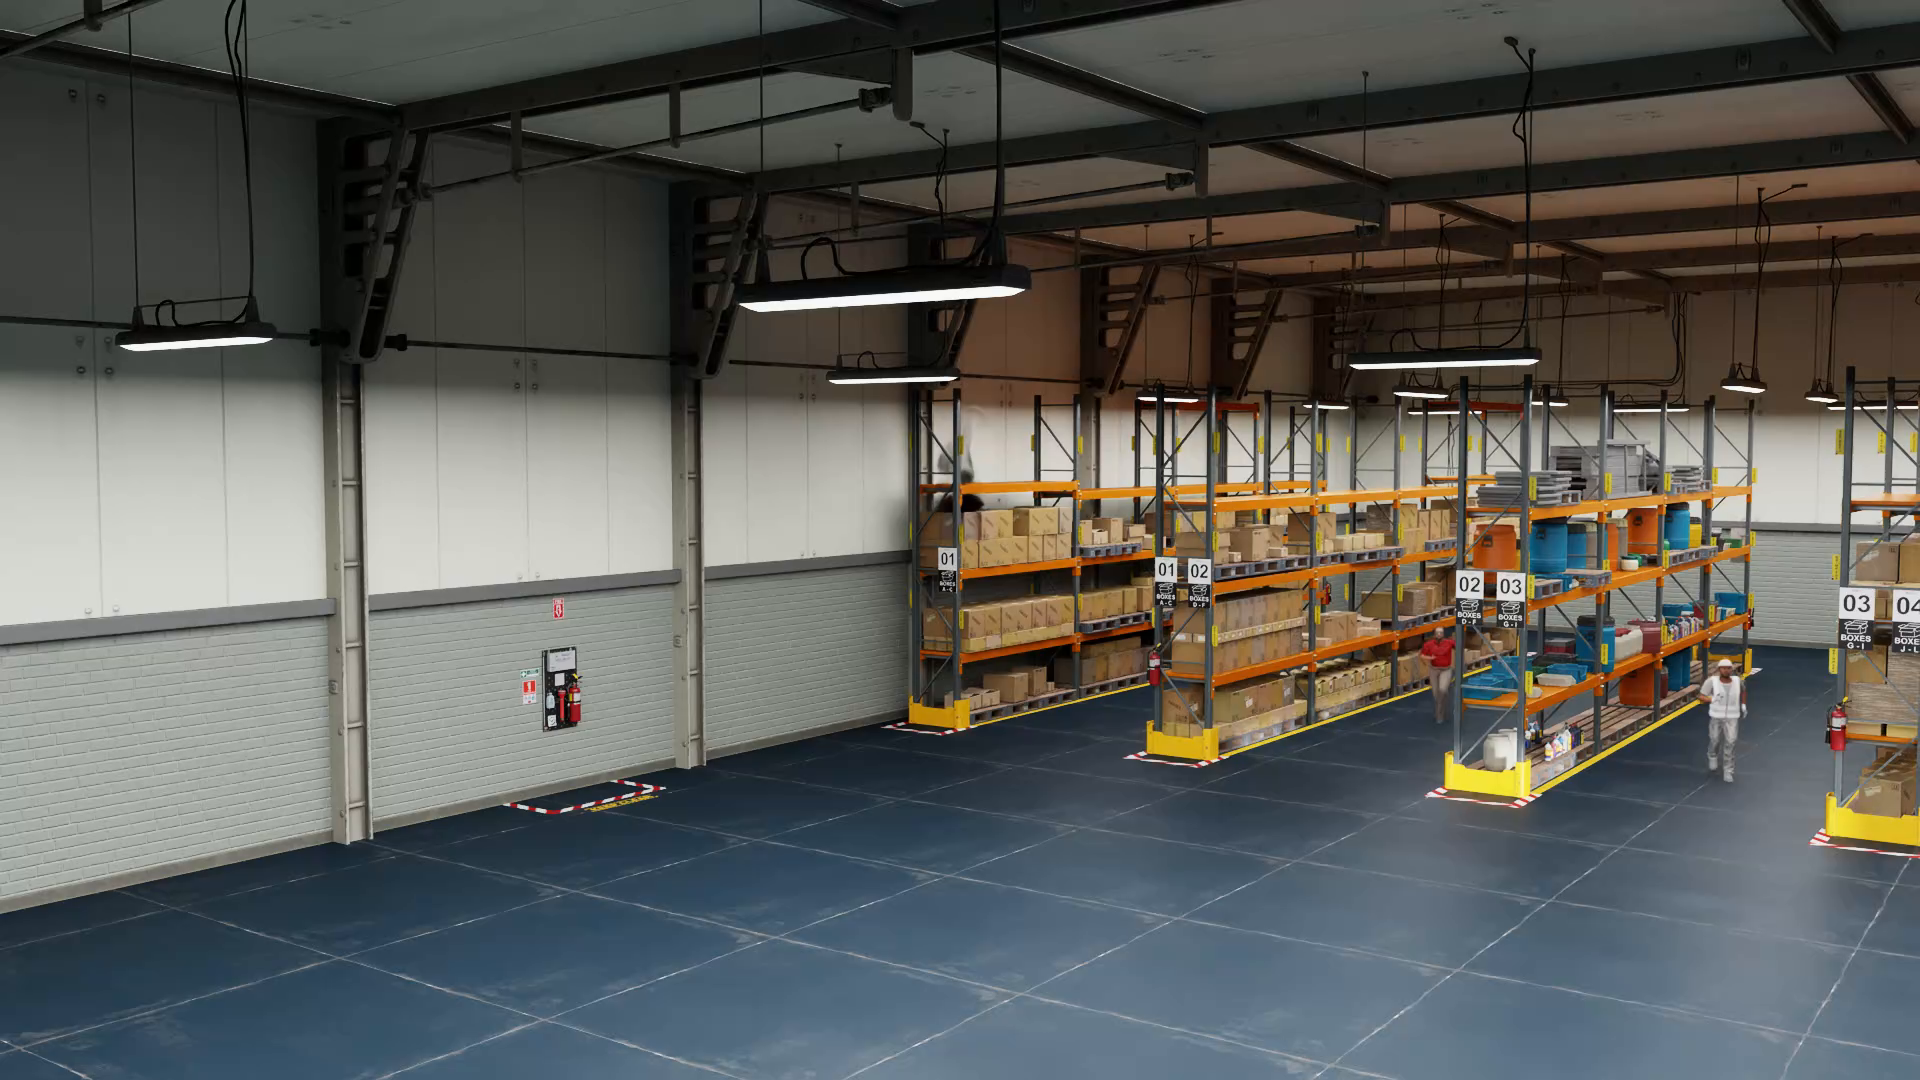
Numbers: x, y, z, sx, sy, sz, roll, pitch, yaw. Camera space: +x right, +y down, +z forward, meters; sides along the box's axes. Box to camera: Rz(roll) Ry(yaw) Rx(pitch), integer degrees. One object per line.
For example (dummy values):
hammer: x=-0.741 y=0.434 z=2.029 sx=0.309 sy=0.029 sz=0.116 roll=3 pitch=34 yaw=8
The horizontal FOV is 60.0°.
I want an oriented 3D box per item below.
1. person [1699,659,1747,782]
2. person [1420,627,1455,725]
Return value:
person: x=11.437 y=2.660 z=24.929 sx=0.698 sy=1.777 sz=0.956 roll=1 pitch=3 yaw=16
person: x=8.696 y=2.444 z=30.114 sx=0.687 sy=1.777 sz=0.876 roll=1 pitch=3 yaw=20
